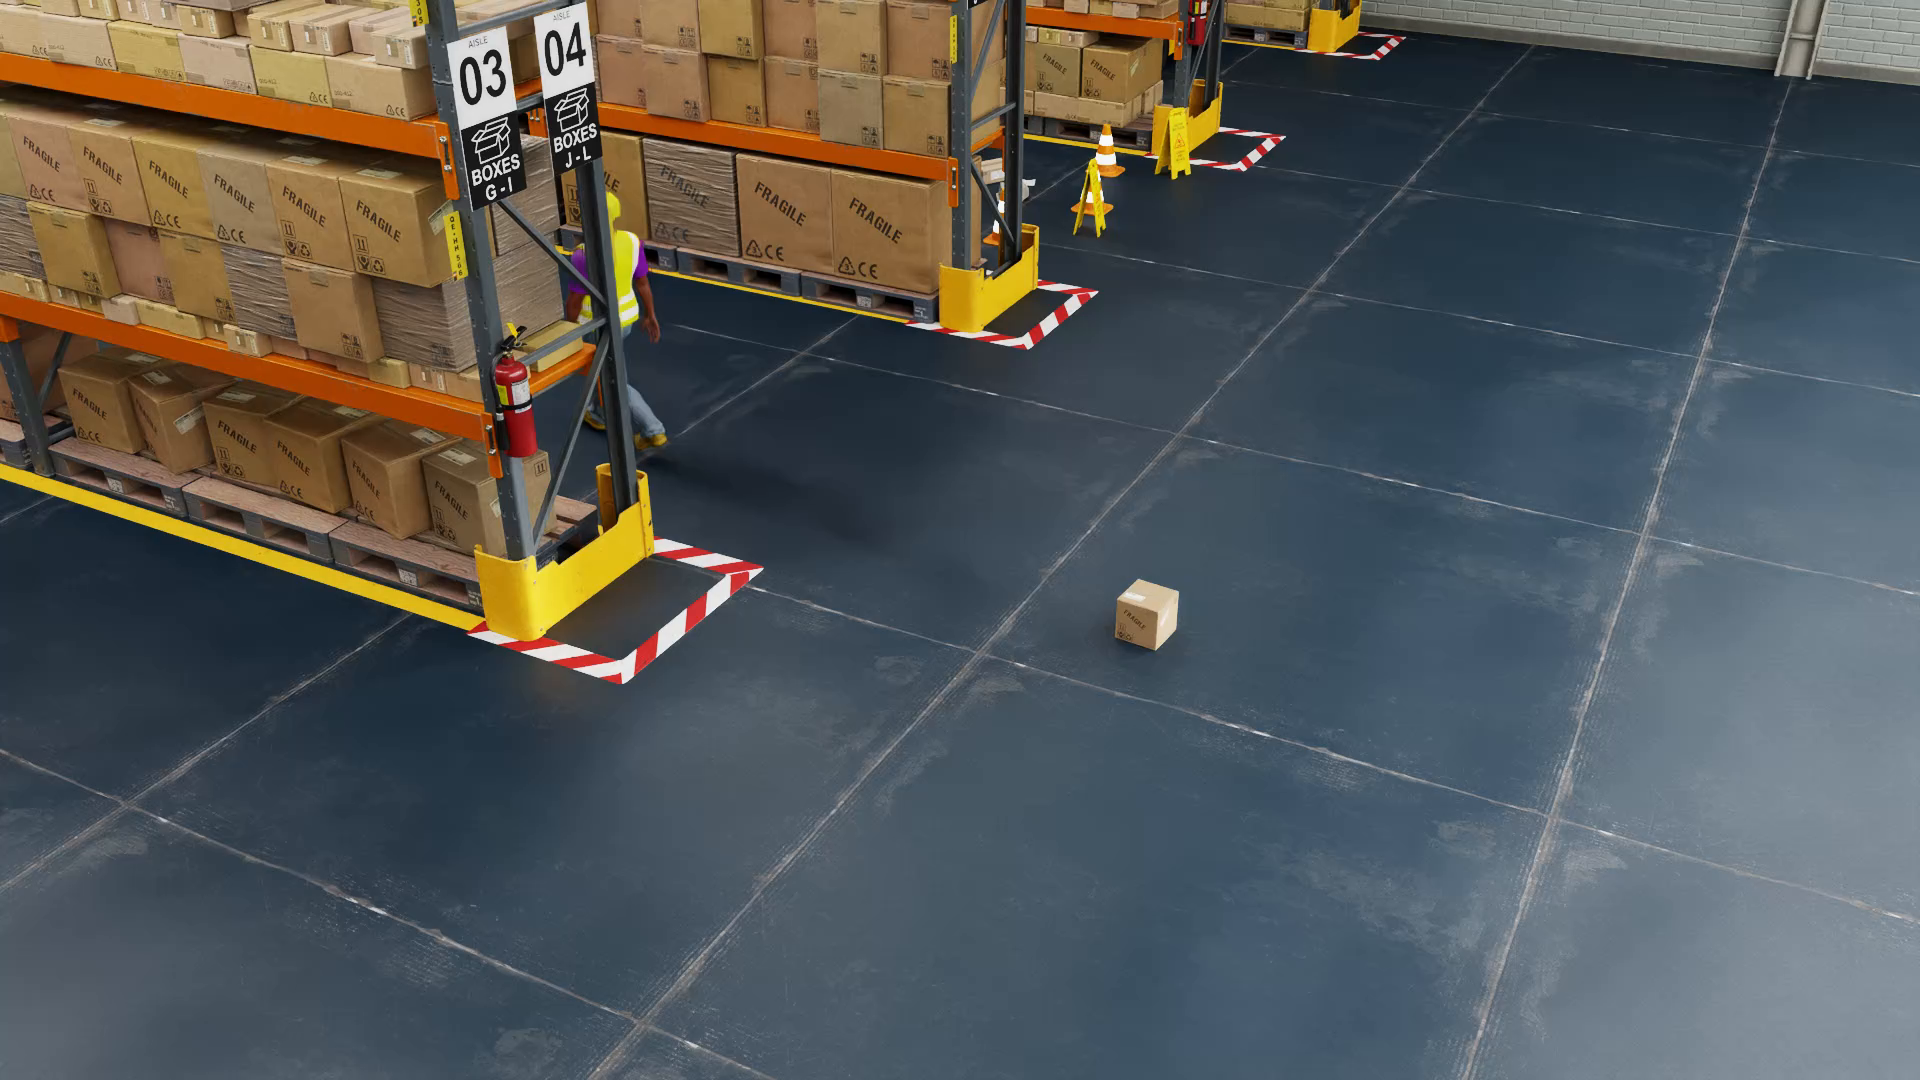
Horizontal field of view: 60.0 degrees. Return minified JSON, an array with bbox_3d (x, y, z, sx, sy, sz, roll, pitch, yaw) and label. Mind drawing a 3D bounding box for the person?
[{"bbox_3d":[-2.288,-1.414,10.736,1.003,1.734,0.597,18,34,28],"label":"person"}]
